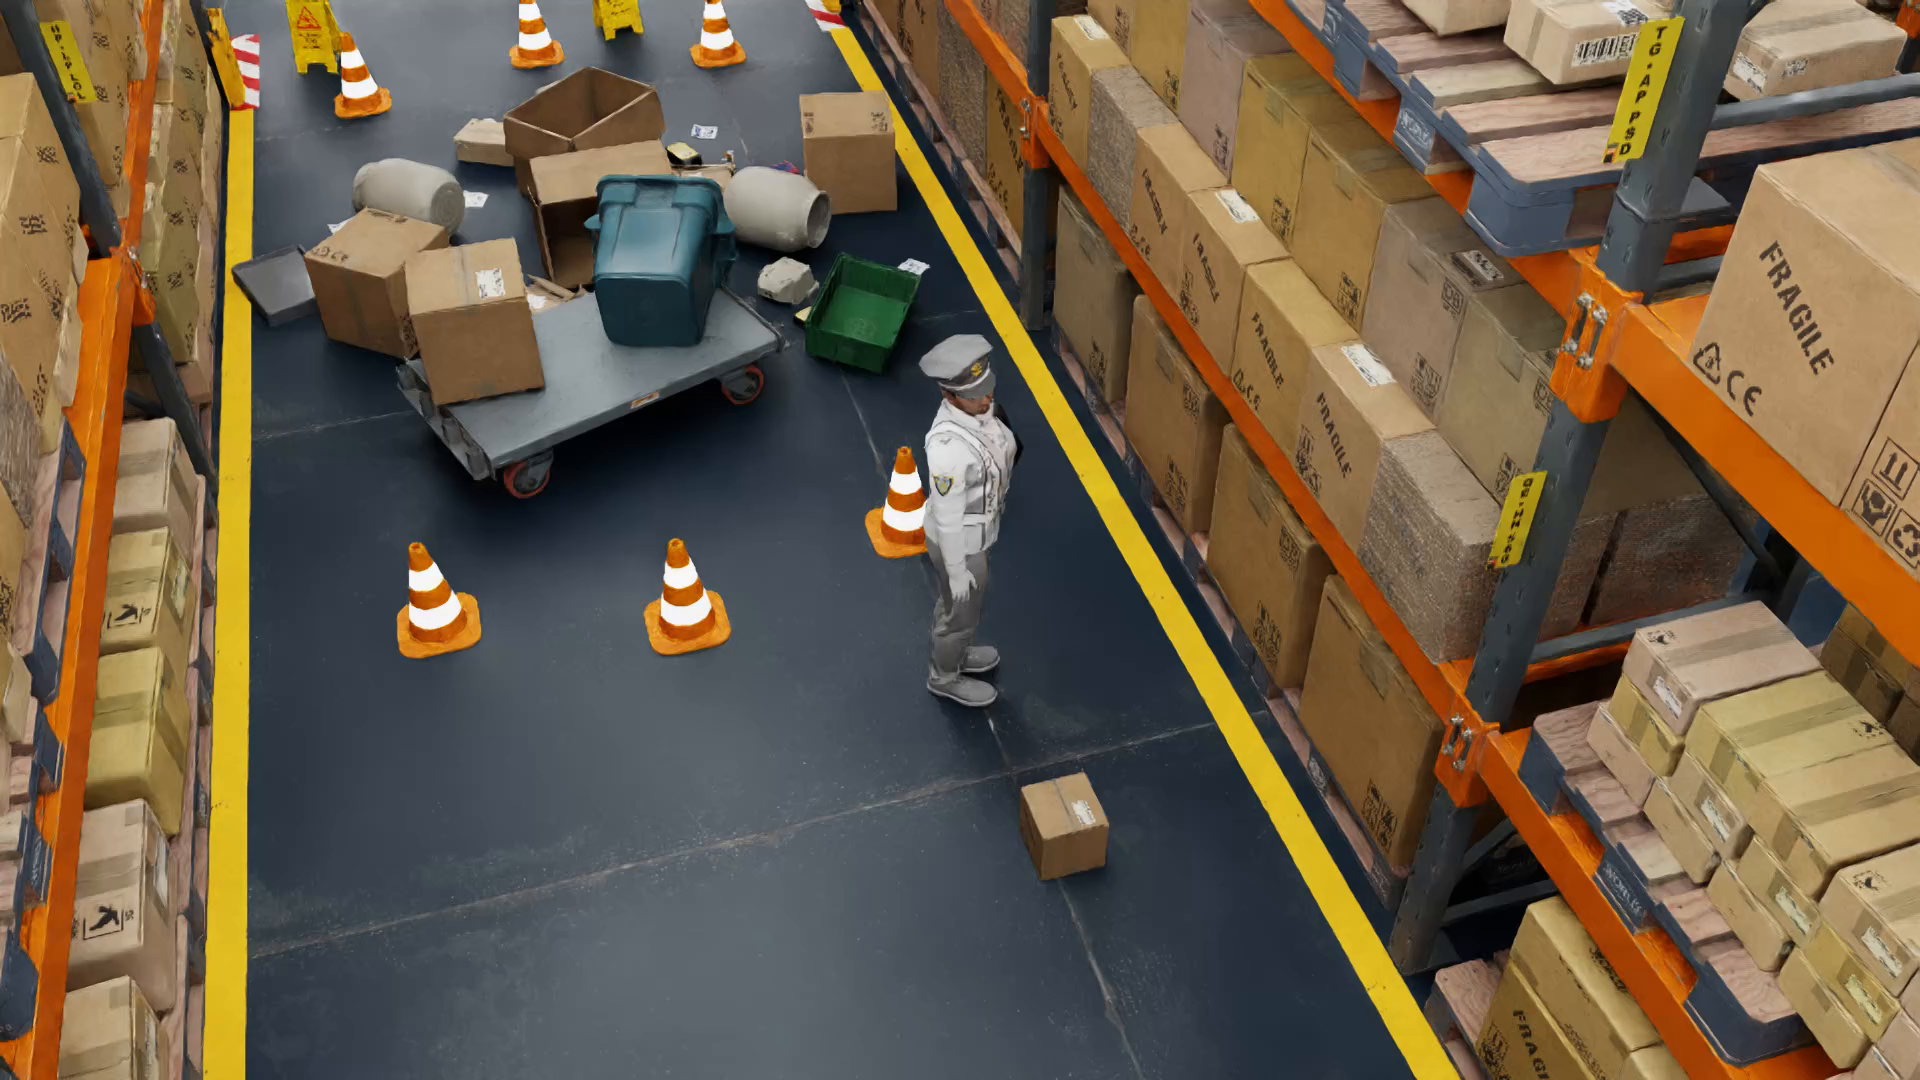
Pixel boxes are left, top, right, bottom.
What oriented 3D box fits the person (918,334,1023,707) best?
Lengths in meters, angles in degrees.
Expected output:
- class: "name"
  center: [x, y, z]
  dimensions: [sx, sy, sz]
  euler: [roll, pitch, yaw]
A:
- class: "person"
  center: [0.033, -0.041, 6.168]
  dimensions: [0.353, 1.682, 0.530]
  euler: [7, 43, 8]
